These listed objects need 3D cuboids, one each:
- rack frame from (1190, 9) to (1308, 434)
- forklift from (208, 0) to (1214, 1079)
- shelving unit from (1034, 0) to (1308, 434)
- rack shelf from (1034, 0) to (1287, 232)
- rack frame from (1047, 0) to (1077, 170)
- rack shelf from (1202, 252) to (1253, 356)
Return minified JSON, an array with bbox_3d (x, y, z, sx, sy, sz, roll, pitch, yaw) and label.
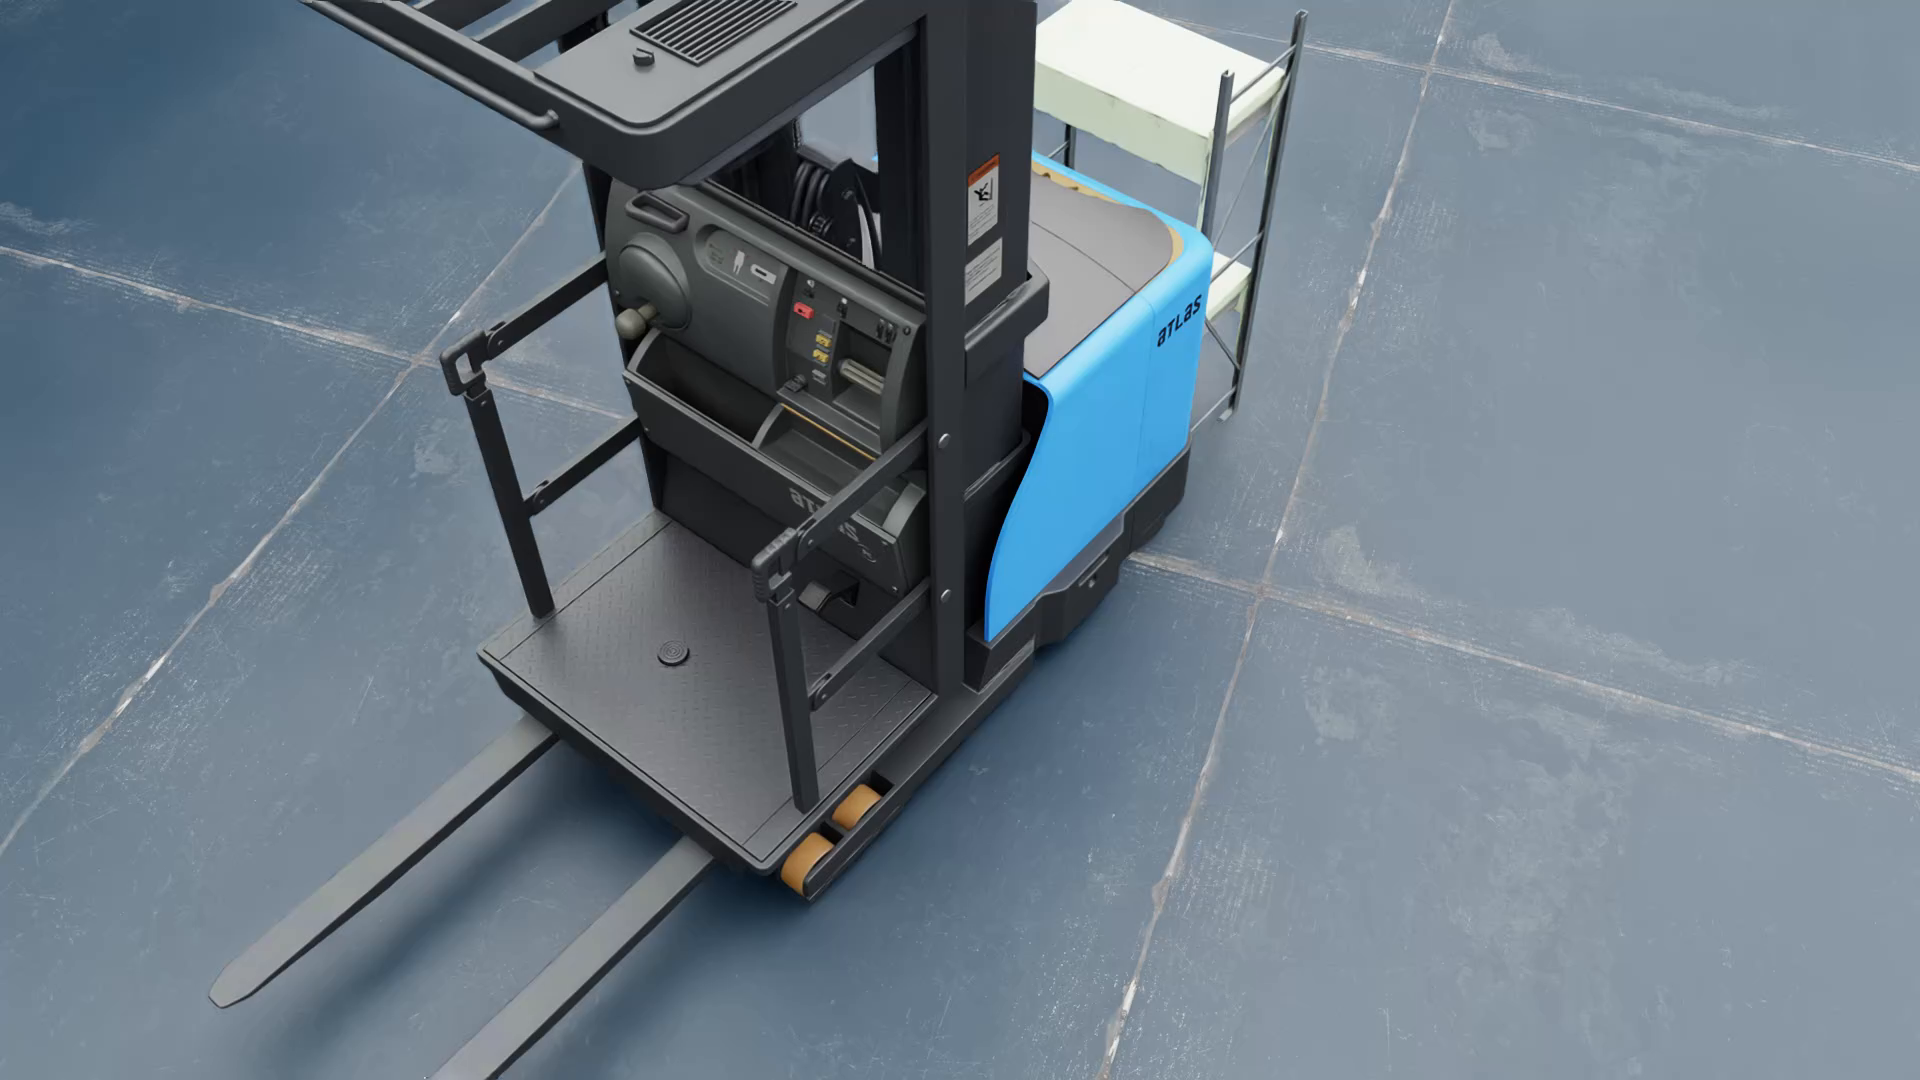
[{"bbox_3d":[0.810,-0.828,4.975,0.023,1.500,0.400,31,56,24],"label":"rack frame"},{"bbox_3d":[-0.603,-0.449,3.700,1.130,2.935,3.031,31,56,24],"label":"forklift"},{"bbox_3d":[0.526,-1.002,5.126,0.755,1.500,0.431,31,56,24],"label":"shelving unit"},{"bbox_3d":[0.526,-1.258,4.831,0.720,0.370,0.431,31,56,24],"label":"rack shelf"},{"bbox_3d":[0.241,-1.176,5.276,0.023,1.500,0.400,31,56,24],"label":"rack frame"},{"bbox_3d":[0.526,-0.788,5.372,0.720,0.370,0.431,31,56,24],"label":"rack shelf"}]
